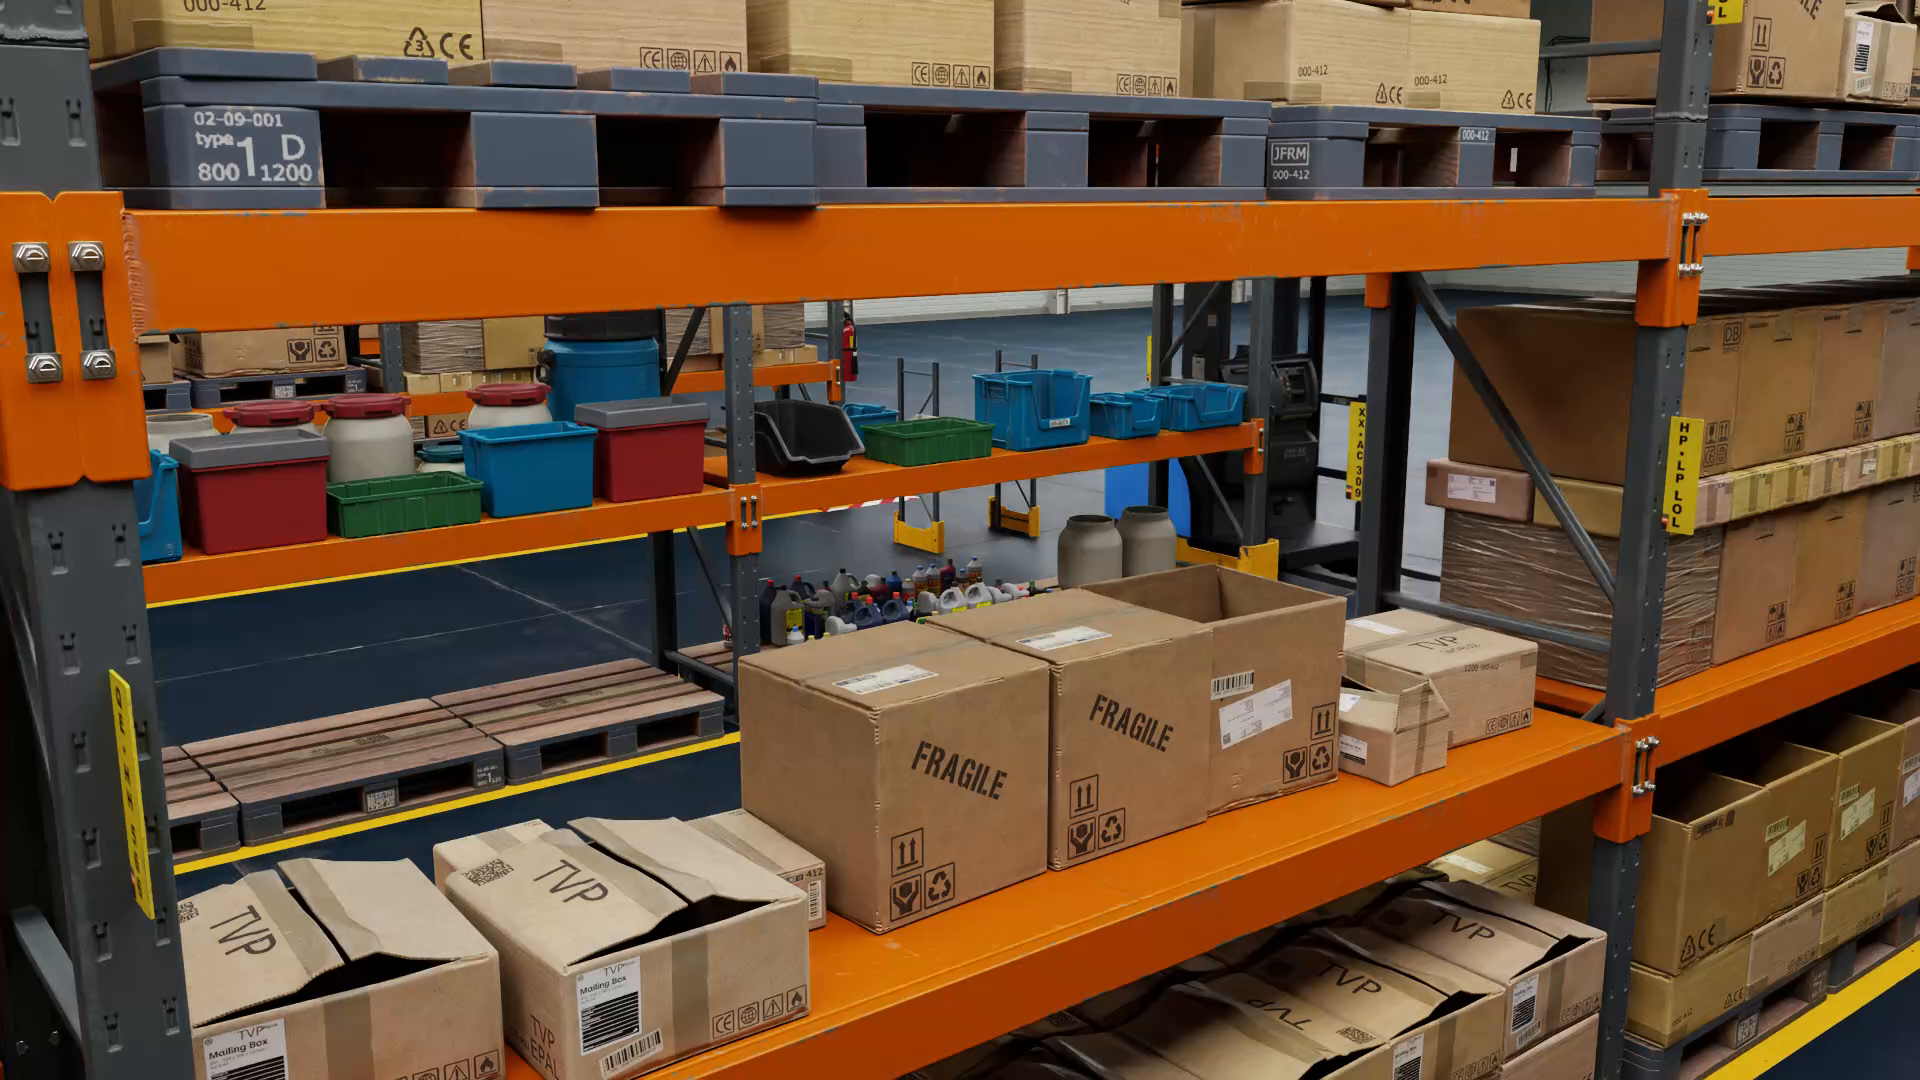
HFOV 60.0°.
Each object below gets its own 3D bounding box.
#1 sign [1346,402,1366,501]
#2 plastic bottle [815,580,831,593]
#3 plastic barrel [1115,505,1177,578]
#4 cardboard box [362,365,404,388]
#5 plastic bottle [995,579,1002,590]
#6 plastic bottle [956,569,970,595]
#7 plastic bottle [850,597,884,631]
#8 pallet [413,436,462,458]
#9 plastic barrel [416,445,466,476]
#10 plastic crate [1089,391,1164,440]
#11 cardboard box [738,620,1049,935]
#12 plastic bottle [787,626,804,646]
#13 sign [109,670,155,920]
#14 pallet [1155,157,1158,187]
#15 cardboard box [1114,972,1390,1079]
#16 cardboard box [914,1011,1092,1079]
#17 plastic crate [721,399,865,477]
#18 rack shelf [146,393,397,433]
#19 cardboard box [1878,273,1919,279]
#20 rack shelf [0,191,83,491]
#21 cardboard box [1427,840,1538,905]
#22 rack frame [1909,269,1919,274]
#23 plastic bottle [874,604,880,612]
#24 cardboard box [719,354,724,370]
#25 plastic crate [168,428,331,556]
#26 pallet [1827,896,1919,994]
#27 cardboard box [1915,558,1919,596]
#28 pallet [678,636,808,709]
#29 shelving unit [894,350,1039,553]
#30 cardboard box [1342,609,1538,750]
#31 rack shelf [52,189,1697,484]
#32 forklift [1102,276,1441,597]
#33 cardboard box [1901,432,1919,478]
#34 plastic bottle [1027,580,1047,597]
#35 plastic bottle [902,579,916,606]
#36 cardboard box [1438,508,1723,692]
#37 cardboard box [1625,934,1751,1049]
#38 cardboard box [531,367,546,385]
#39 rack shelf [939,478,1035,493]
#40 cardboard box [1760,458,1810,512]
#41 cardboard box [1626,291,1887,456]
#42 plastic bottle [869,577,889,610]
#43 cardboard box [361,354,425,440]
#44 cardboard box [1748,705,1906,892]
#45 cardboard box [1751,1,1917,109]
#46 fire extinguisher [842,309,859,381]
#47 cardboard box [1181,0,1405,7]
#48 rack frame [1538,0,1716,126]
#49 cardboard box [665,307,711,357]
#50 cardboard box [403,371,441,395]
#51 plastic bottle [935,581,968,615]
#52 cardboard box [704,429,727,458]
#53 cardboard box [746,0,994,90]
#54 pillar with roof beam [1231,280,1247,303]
[{"bbox_3d":[1.326,-0.291,5.504,0.005,0.325,0.100,-9,15,-38],"label":"sign"},{"bbox_3d":[-0.844,0.387,10.064,0.133,0.283,0.061,-8,14,-34],"label":"plastic bottle"},{"bbox_3d":[1.240,0.047,11.163,0.421,0.512,0.421,0,12,0],"label":"plastic barrel"},{"bbox_3d":[-4.528,-1.299,13.130,0.250,0.149,0.380,-9,15,-38],"label":"cardboard box"},{"bbox_3d":[0.265,0.372,10.136,0.133,0.283,0.061,-9,15,-38],"label":"plastic bottle"},{"bbox_3d":[0.014,0.290,10.721,0.097,0.201,0.097,0,12,0],"label":"plastic bottle"},{"bbox_3d":[-0.528,0.500,9.371,0.185,0.351,0.144,-9,15,-36],"label":"plastic bottle"},{"bbox_3d":[-5.936,-1.045,18.042,1.213,0.211,1.003,-9,15,-38],"label":"pallet"},{"bbox_3d":[-2.547,-0.329,8.288,0.301,0.262,0.301,0,12,0],"label":"plastic barrel"},{"bbox_3d":[0.991,-0.793,10.498,0.408,0.251,0.499,-9,15,-38],"label":"plastic crate"},{"bbox_3d":[-0.150,0.511,3.762,0.500,0.500,0.500,-11,16,-41],"label":"cardboard box"},{"bbox_3d":[-0.895,0.606,9.062,0.097,0.271,0.097,0,12,0],"label":"plastic bottle"},{"bbox_3d":[-1.103,0.339,2.214,0.005,0.325,0.100,-9,15,-38],"label":"sign"},{"bbox_3d":[0.999,-2.346,10.686,1.213,0.211,1.003,-9,15,-38],"label":"pallet"},{"bbox_3d":[0.743,1.358,4.270,0.500,0.311,0.500,-9,15,-38],"label":"cardboard box"},{"bbox_3d":[-0.004,1.339,4.360,0.500,0.311,0.500,-9,15,-36],"label":"cardboard box"},{"bbox_3d":[-0.930,-0.560,9.194,0.504,0.338,0.767,-9,15,-38],"label":"plastic crate"},{"bbox_3d":[-6.074,-0.735,11.601,4.000,0.370,1.077,-9,15,-38],"label":"rack shelf"},{"bbox_3d":[4.383,-0.876,7.170,0.500,0.500,0.700,-9,15,-37],"label":"cardboard box"},{"bbox_3d":[-3.011,-0.076,1.276,4.000,0.370,1.077,-9,15,-38],"label":"rack shelf"},{"bbox_3d":[1.899,1.305,5.871,0.500,0.250,0.500,-9,15,-38],"label":"cardboard box"},{"bbox_3d":[4.797,-0.258,7.623,0.127,3.000,1.000,-9,15,-38],"label":"rack frame"},{"bbox_3d":[-0.490,0.500,9.560,0.097,0.271,0.097,0,12,0],"label":"plastic bottle"},{"bbox_3d":[-2.046,-1.569,14.401,0.250,0.149,0.380,-9,15,-38],"label":"cardboard box"},{"bbox_3d":[-3.088,-0.215,7.268,0.583,0.464,0.402,-9,15,-38],"label":"plastic crate"},{"bbox_3d":[3.274,1.369,6.672,1.213,0.211,1.003,-9,15,-38],"label":"pallet"},{"bbox_3d":[3.626,-0.116,6.714,0.500,0.500,0.700,-9,15,-37],"label":"cardboard box"},{"bbox_3d":[-0.867,0.741,9.633,1.213,0.211,1.003,-9,15,-38],"label":"pallet"},{"bbox_3d":[0.060,-0.744,13.520,1.083,1.500,0.587,-9,15,-38],"label":"shelving unit"},{"bbox_3d":[1.317,0.405,4.860,0.500,0.250,0.500,-8,15,-34],"label":"cardboard box"},{"bbox_3d":[0.112,-0.595,3.720,4.000,0.370,1.077,-9,15,-38],"label":"rack shelf"},{"bbox_3d":[2.370,-1.134,11.913,1.130,2.935,3.031,-8,15,-34],"label":"forklift"},{"bbox_3d":[3.408,-0.342,6.217,0.250,0.149,0.380,-10,15,-38],"label":"cardboard box"},{"bbox_3d":[0.466,0.379,10.103,0.133,0.283,0.061,-9,15,-36],"label":"plastic bottle"},{"bbox_3d":[-0.328,0.347,10.453,0.097,0.201,0.097,0,12,0],"label":"plastic bottle"},{"bbox_3d":[2.016,0.153,5.445,0.500,0.500,0.700,-10,16,-39],"label":"cardboard box"},{"bbox_3d":[2.225,1.389,5.473,0.500,0.250,0.500,-9,15,-38],"label":"cardboard box"},{"bbox_3d":[-3.365,-1.330,13.274,0.250,0.149,0.380,-9,15,-38],"label":"cardboard box"},{"bbox_3d":[0.067,-0.569,13.562,1.000,0.185,0.538,-9,15,-38],"label":"rack shelf"},{"bbox_3d":[2.605,-0.209,5.591,0.250,0.149,0.380,-10,15,-38],"label":"cardboard box"},{"bbox_3d":[2.802,-0.612,5.925,0.500,0.500,0.700,-9,15,-38],"label":"cardboard box"},{"bbox_3d":[-0.497,0.370,10.145,0.133,0.283,0.061,-9,15,-38],"label":"plastic bottle"},{"bbox_3d":[-6.295,-1.518,17.660,0.875,0.875,0.875,-9,15,-37],"label":"cardboard box"},{"bbox_3d":[3.012,0.894,5.998,0.500,0.500,0.500,-9,15,-38],"label":"cardboard box"},{"bbox_3d":[2.653,-1.529,5.255,0.500,0.311,0.500,-11,16,-41],"label":"cardboard box"},{"bbox_3d":[-1.011,-1.768,14.918,0.183,0.674,0.296,-9,15,-38],"label":"fire extinguisher"},{"bbox_3d":[0.737,-1.554,4.049,0.500,0.500,0.500,-8,14,-32],"label":"cardboard box"},{"bbox_3d":[1.674,-2.674,4.556,0.127,3.000,1.000,-9,15,-38],"label":"rack frame"},{"bbox_3d":[-2.568,-1.851,14.166,0.500,0.500,0.875,-9,15,-38],"label":"cardboard box"},{"bbox_3d":[-4.156,-1.203,12.676,0.250,0.149,0.380,-9,15,-38],"label":"cardboard box"},{"bbox_3d":[-0.049,0.420,9.746,0.185,0.351,0.144,-10,15,-38],"label":"plastic bottle"},{"bbox_3d":[-2.332,-0.687,14.648,0.500,0.500,0.500,-5,13,-23],"label":"cardboard box"},{"bbox_3d":[-0.279,-1.031,3.390,0.500,0.250,0.500,-10,15,-39],"label":"cardboard box"},{"bbox_3d":[9.640,-9.684,37.569,0.548,9.000,9.100,-9,15,-38],"label":"pillar with roof beam"}]
